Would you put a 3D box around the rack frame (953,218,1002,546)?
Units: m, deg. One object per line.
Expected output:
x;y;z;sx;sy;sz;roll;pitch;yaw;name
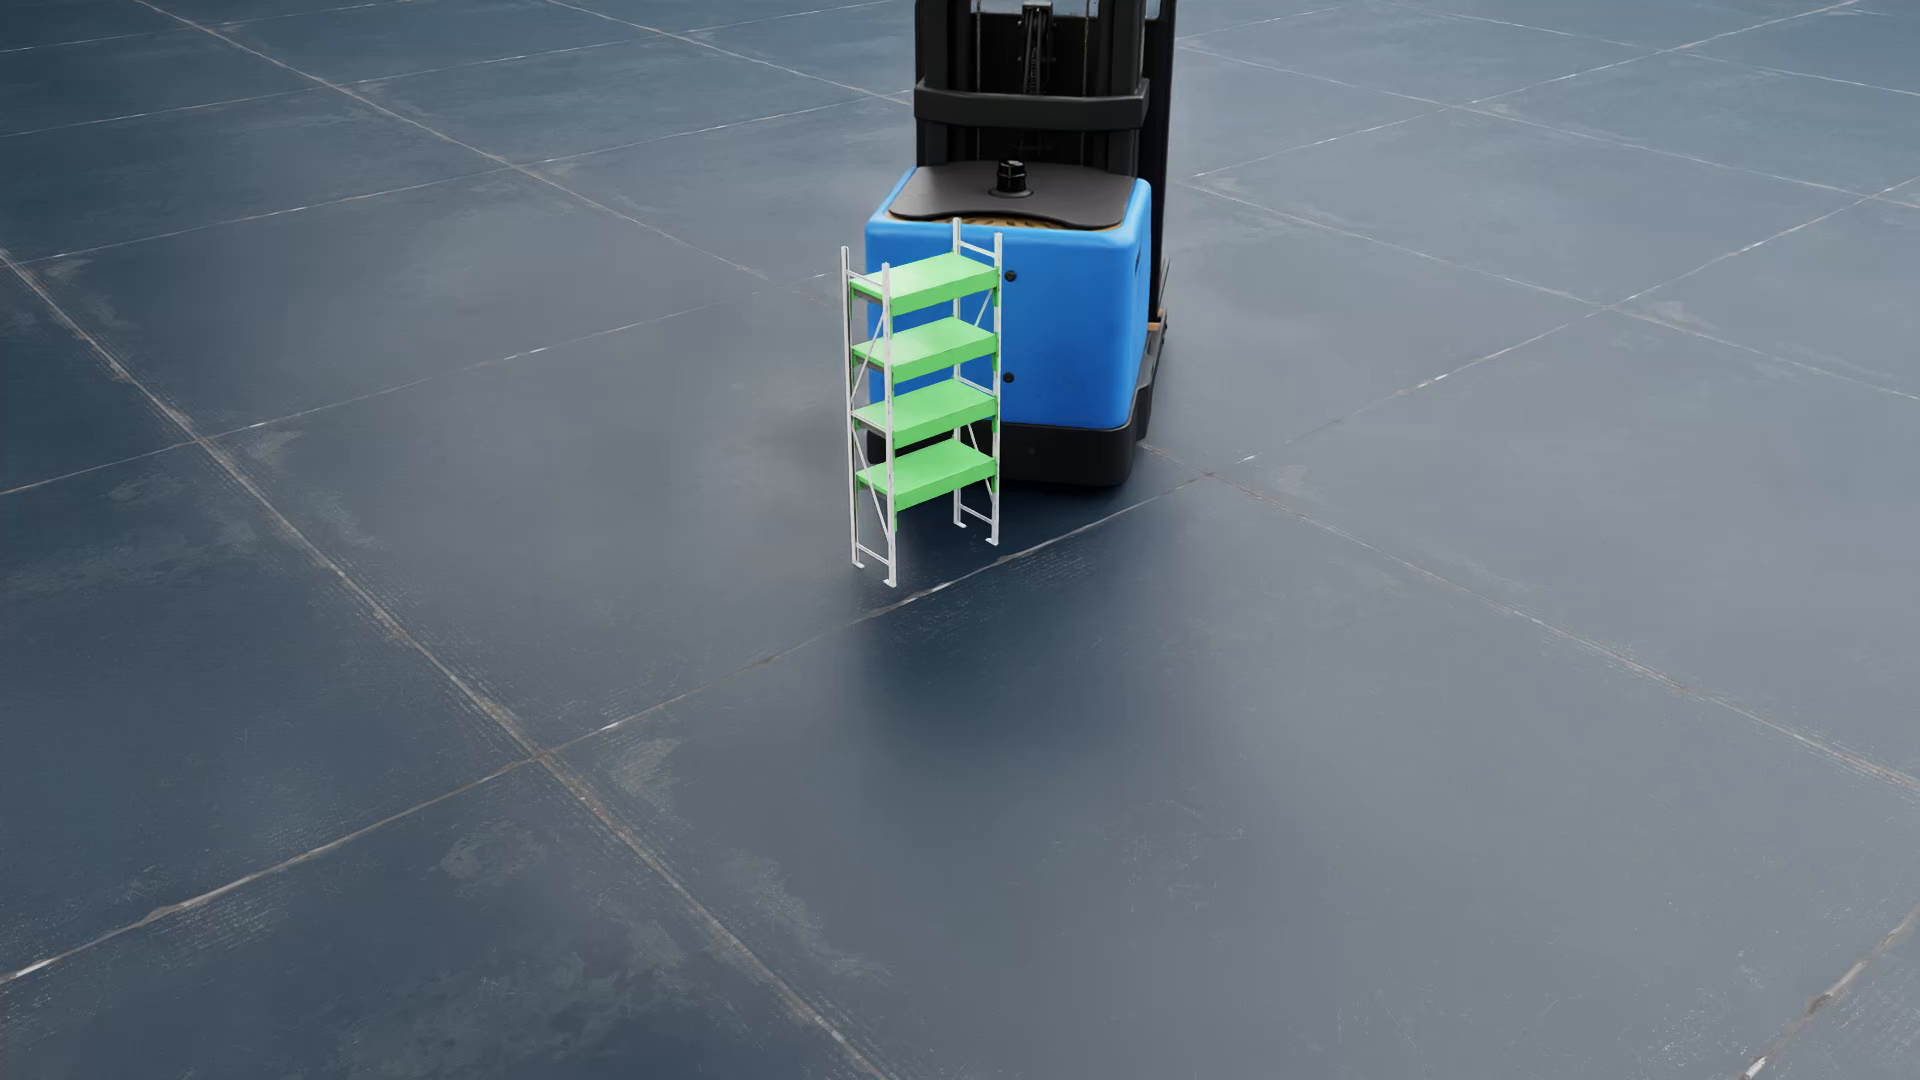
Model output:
0.060;-0.553;6.012;0.015;1.200;0.240;-22;35;-35;rack frame

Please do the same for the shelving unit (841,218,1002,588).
-0.126;-0.479;5.872;0.503;1.200;0.258;-22;35;-35;shelving unit

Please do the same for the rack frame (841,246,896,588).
-0.312;-0.404;5.733;0.015;1.200;0.240;-22;35;-35;rack frame

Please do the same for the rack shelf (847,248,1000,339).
-0.126;-0.846;5.676;0.480;0.148;0.258;-22;35;-35;rack shelf

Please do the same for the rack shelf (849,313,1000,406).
-0.126;-0.634;5.789;0.480;0.148;0.258;-22;35;-35;rack shelf

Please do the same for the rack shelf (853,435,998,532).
-0.126;-0.211;6.016;0.480;0.148;0.258;-22;35;-35;rack shelf

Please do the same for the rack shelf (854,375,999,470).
-0.126;-0.422;5.903;0.480;0.148;0.258;-22;35;-35;rack shelf

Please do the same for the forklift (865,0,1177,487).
0.397;-2.175;7.211;1.130;2.935;3.031;5;29;9;forklift
